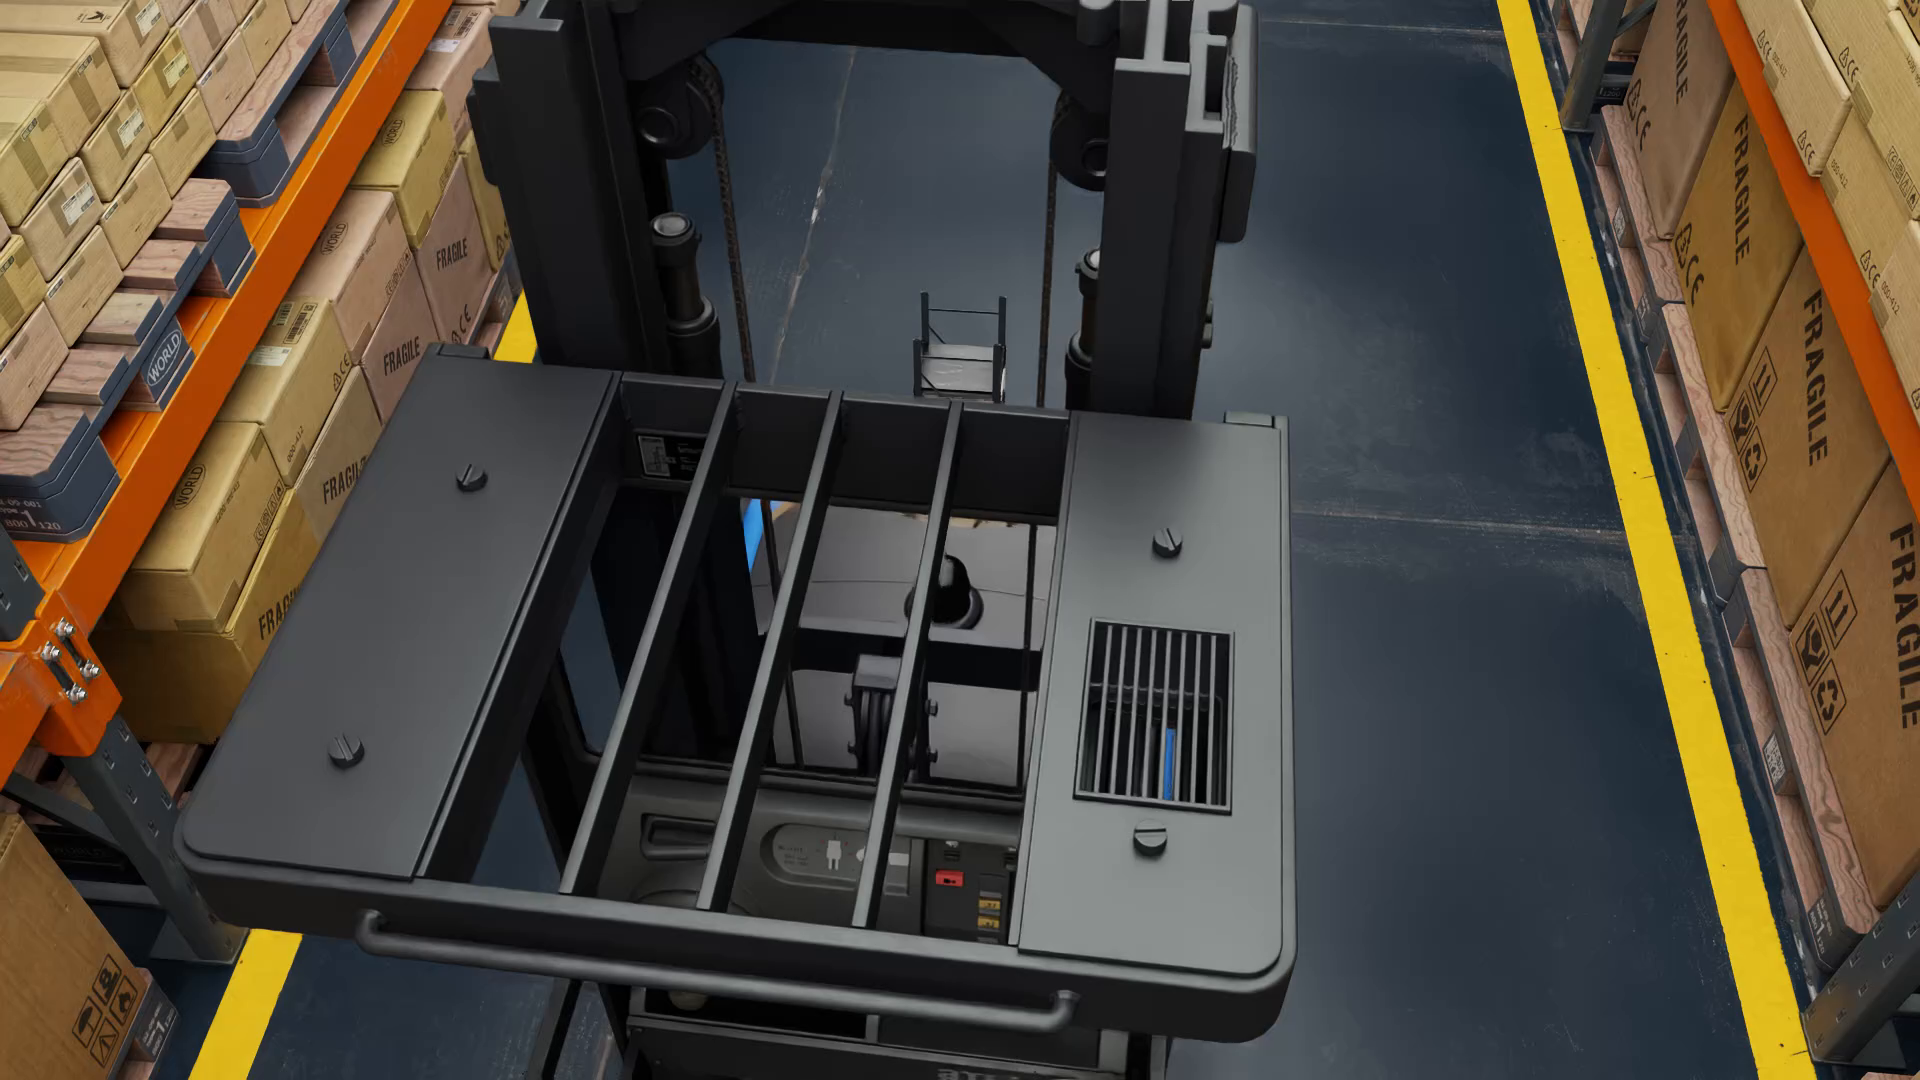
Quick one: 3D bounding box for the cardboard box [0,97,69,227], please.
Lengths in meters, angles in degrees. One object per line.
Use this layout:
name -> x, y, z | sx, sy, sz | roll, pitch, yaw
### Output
cardboard box -> -2.091, -0.783, 3.415 | 0.380, 0.149, 0.250 | 3, 48, 2

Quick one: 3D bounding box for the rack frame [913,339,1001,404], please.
rack frame -> -0.009, -0.235, 4.855 | 0.240, 0.900, 0.006 | 4, 48, 4

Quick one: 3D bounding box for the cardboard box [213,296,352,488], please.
cardboard box -> -1.998, -0.415, 4.498 | 0.500, 0.250, 0.500 | 3, 48, 3

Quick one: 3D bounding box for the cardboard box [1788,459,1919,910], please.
cardboard box -> 2.736, 0.331, 4.069 | 0.875, 0.875, 0.875 | 3, 48, 3

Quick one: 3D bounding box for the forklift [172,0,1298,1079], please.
forklift -> -0.176, 0.716, 2.609 | 1.130, 2.935, 3.031 | 5, 48, 5

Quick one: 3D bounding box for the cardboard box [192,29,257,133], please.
cardboard box -> -2.013, -1.162, 4.166 | 0.380, 0.149, 0.250 | 5, 48, 5

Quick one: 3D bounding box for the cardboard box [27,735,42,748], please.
cardboard box -> -2.548, 0.200, 4.444 | 0.500, 0.500, 0.500 | 4, 48, 3

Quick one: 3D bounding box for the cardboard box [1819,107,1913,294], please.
cardboard box -> 2.471, -0.826, 4.074 | 0.500, 0.250, 0.500 | 3, 48, 3

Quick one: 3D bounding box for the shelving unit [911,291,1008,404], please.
shelving unit -> 0.001, -0.310, 4.923 | 0.258, 0.900, 0.210 | 4, 48, 4

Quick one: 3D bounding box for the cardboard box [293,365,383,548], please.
cardboard box -> -1.987, -0.171, 4.783 | 0.500, 0.500, 0.500 | 4, 48, 4

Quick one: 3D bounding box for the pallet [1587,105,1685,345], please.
pallet -> 2.960, -1.168, 6.175 | 1.003, 0.211, 1.213 | 4, 48, 4

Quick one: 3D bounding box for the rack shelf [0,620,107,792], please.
rack shelf -> -2.530, 1.712, 2.139 | 1.077, 0.370, 4.000 | 4, 48, 4

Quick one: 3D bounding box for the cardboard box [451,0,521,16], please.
cardboard box -> -1.800, -1.927, 5.881 | 0.500, 0.250, 0.500 | 3, 48, 2

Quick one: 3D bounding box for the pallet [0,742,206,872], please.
pallet -> -2.275, 0.366, 4.772 | 1.003, 0.211, 1.213 | 4, 48, 4

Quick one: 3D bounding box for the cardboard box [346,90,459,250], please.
cardboard box -> -1.894, -1.161, 5.180 | 0.500, 0.250, 0.500 | 2, 48, 2

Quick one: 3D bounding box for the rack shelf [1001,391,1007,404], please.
rack shelf -> 0.001, -0.348, 4.882 | 0.258, 0.077, 0.200 | 4, 48, 4

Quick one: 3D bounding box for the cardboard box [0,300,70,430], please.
cardboard box -> -2.106, -0.373, 3.444 | 0.380, 0.149, 0.250 | 3, 48, 3

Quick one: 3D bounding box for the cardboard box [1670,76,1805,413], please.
cardboard box -> 2.904, -0.981, 5.269 | 0.875, 0.875, 0.875 | 5, 48, 5

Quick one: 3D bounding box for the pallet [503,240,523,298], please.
pallet -> -2.053, -1.427, 6.412 | 1.003, 0.211, 1.213 | 4, 48, 4

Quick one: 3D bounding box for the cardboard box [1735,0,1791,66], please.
cardboard box -> 2.544, -1.569, 4.754 | 0.500, 0.250, 0.500 | 4, 48, 3

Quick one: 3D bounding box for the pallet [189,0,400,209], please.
pallet -> -2.208, -1.393, 4.621 | 1.003, 0.211, 1.213 | 4, 48, 4

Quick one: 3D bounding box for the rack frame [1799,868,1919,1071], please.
rack frame -> 2.591, 0.258, 2.981 | 1.000, 3.000, 0.127 | 4, 48, 4

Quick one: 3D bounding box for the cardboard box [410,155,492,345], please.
cardboard box -> -1.898, -0.924, 5.471 | 0.500, 0.500, 0.500 | 3, 48, 3

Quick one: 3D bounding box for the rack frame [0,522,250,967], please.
rack frame -> -2.348, -0.001, 3.218 | 1.000, 3.000, 0.127 | 4, 48, 4

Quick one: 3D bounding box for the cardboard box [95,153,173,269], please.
cardboard box -> -2.058, -0.768, 3.805 | 0.380, 0.149, 0.250 | 6, 48, 5

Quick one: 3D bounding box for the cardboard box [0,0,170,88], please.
cardboard box -> -2.040, -1.157, 3.758 | 0.380, 0.149, 0.250 | 2, 48, 2

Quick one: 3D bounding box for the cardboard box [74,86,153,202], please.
cardboard box -> -2.060, -0.895, 3.720 | 0.380, 0.149, 0.250 | 3, 48, 2

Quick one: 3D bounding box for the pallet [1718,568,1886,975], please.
pallet -> 2.738, 0.625, 4.535 | 1.003, 0.211, 1.213 | 4, 48, 4

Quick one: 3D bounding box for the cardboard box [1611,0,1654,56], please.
cardboard box -> 3.119, -2.412, 6.875 | 0.875, 0.438, 0.875 | 3, 48, 3

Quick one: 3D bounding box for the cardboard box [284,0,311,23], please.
cardboard box -> -1.962, -1.538, 4.510 | 0.380, 0.149, 0.250 | 2, 48, 2

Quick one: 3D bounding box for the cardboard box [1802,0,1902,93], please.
cardboard box -> 2.498, -1.369, 4.232 | 0.500, 0.250, 0.500 | 3, 48, 2

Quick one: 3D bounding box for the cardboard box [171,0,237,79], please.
cardboard box -> -2.014, -1.264, 4.057 | 0.380, 0.149, 0.250 | 4, 48, 4

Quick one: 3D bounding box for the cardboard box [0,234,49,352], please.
cardboard box -> -2.104, -0.499, 3.358 | 0.380, 0.149, 0.250 | 6, 48, 5
